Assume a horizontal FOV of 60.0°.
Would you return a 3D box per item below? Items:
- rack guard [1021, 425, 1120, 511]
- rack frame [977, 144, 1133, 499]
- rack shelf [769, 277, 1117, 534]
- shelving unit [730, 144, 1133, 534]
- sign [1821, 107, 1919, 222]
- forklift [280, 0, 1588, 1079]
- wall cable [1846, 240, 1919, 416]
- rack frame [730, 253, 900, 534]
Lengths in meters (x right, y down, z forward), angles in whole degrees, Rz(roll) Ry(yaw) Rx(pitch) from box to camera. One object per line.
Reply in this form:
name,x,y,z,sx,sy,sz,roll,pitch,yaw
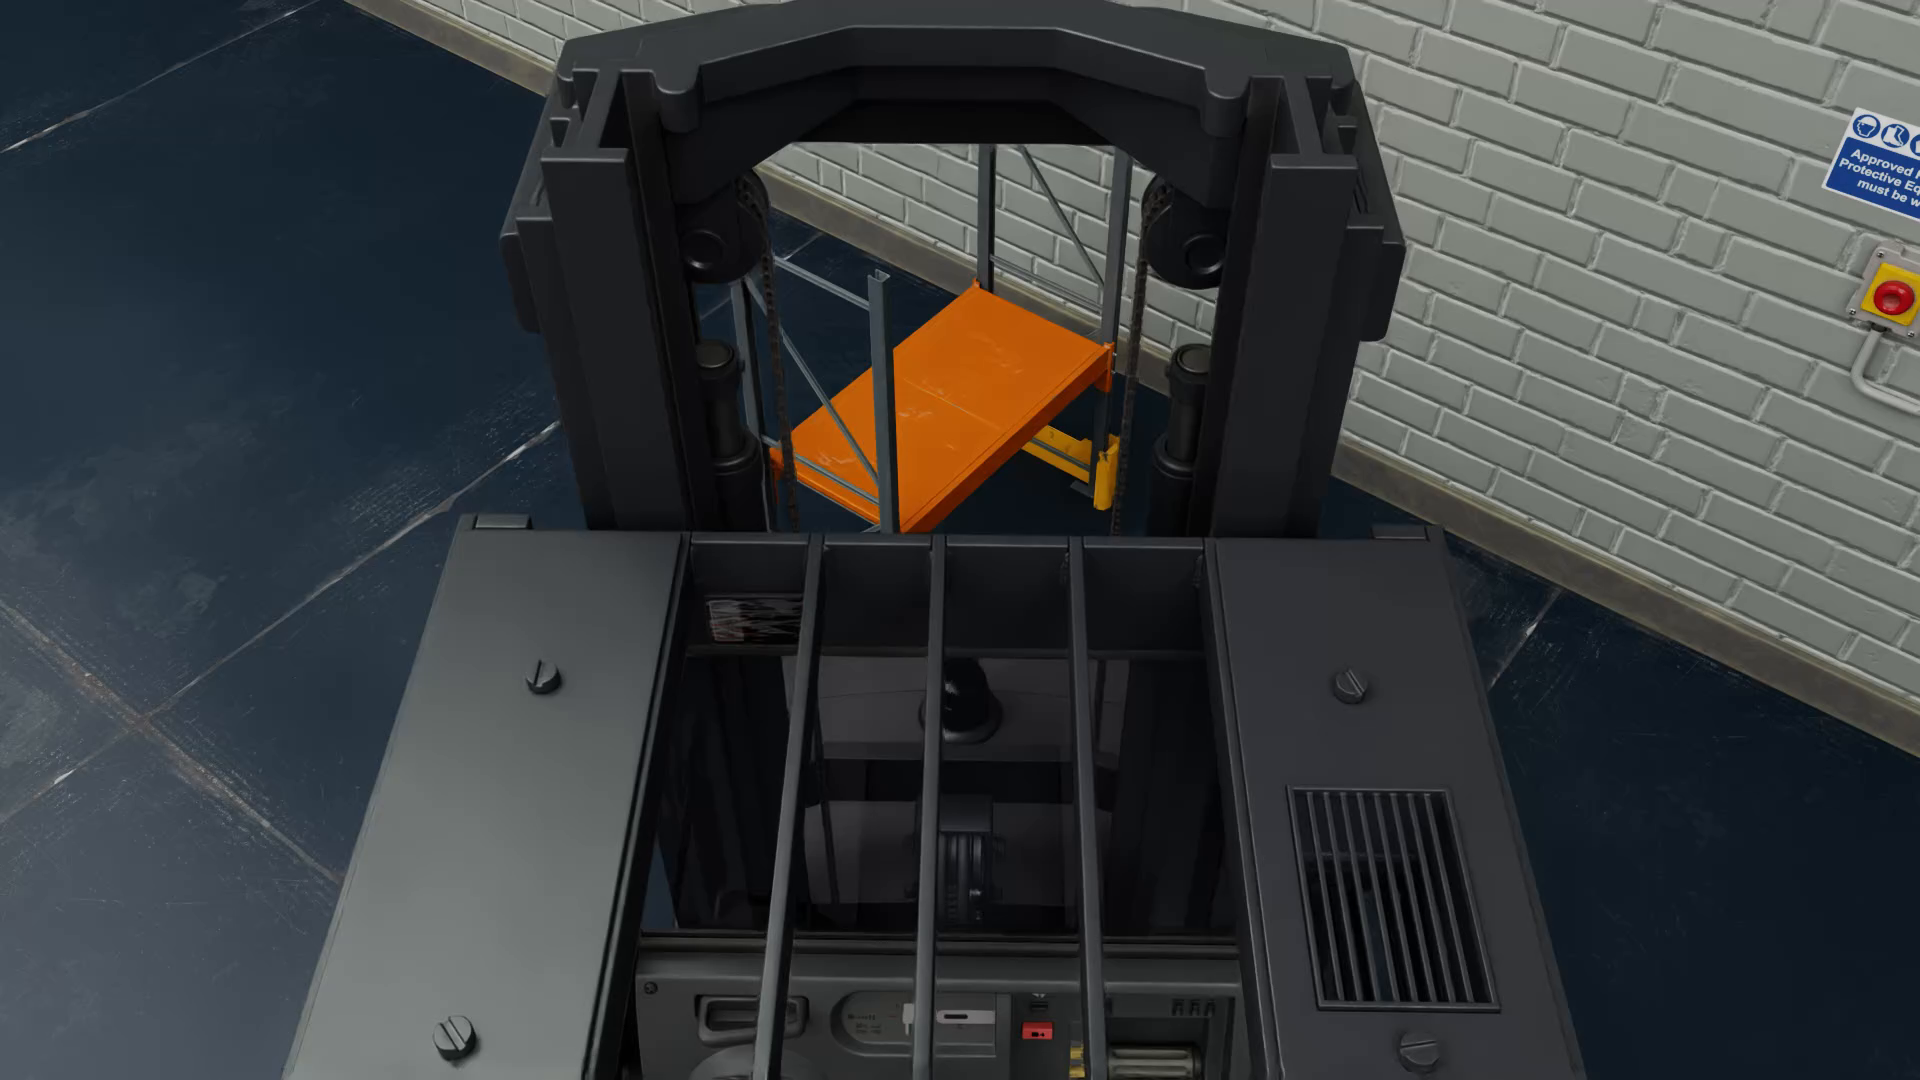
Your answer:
rack guard,0.258,-0.328,5.390,0.587,0.250,0.087,29,53,25
rack frame,0.259,-0.760,4.939,0.500,1.500,0.032,29,53,25
rack shelf,-0.052,-0.345,4.791,0.538,0.185,1.000,29,53,25
shelving unit,-0.047,-0.474,4.666,0.587,1.500,1.083,29,53,25
sign,2.167,-0.837,3.788,0.327,0.218,0.001,29,53,25
forklift,-0.016,0.908,2.356,1.130,2.935,3.031,1,46,1
wall cable,2.168,-1.049,3.454,0.585,1.953,0.123,29,53,25
rack frame,-0.363,-0.178,4.383,0.500,1.500,0.032,29,53,25
